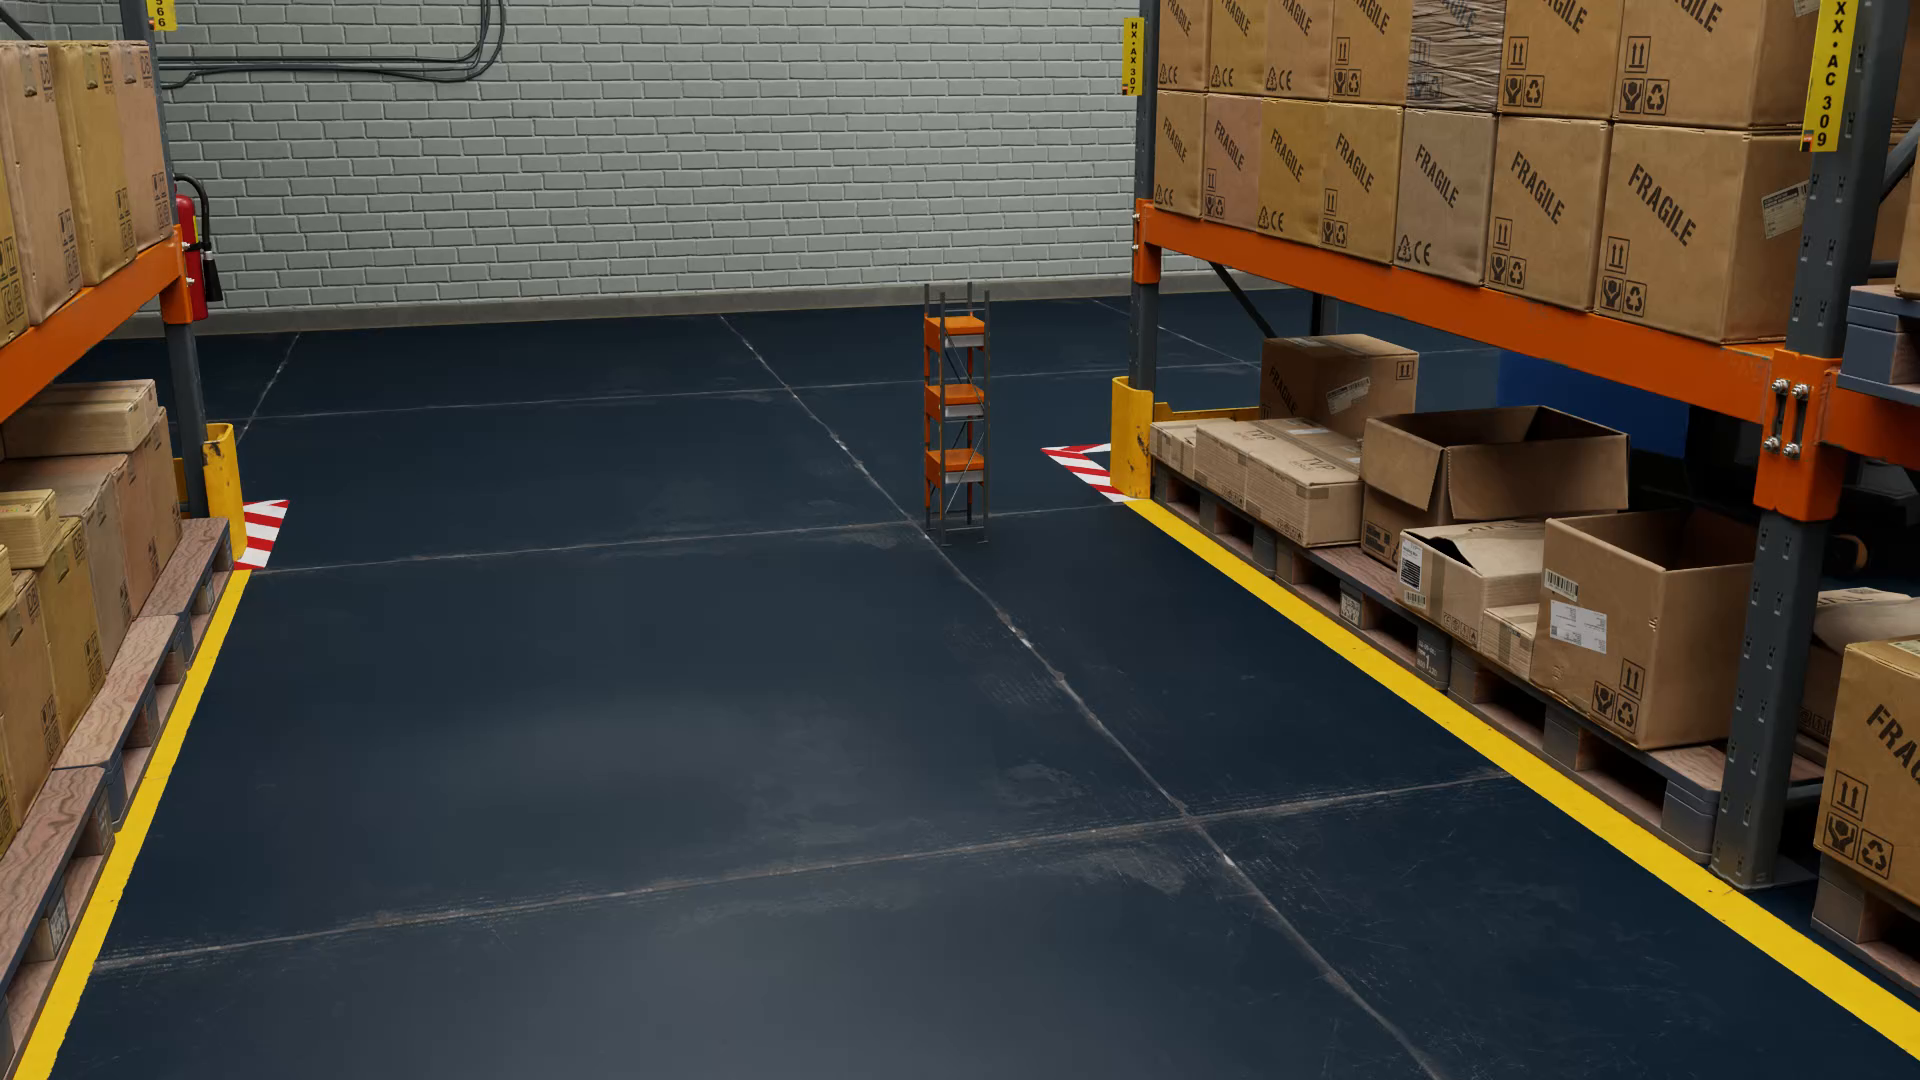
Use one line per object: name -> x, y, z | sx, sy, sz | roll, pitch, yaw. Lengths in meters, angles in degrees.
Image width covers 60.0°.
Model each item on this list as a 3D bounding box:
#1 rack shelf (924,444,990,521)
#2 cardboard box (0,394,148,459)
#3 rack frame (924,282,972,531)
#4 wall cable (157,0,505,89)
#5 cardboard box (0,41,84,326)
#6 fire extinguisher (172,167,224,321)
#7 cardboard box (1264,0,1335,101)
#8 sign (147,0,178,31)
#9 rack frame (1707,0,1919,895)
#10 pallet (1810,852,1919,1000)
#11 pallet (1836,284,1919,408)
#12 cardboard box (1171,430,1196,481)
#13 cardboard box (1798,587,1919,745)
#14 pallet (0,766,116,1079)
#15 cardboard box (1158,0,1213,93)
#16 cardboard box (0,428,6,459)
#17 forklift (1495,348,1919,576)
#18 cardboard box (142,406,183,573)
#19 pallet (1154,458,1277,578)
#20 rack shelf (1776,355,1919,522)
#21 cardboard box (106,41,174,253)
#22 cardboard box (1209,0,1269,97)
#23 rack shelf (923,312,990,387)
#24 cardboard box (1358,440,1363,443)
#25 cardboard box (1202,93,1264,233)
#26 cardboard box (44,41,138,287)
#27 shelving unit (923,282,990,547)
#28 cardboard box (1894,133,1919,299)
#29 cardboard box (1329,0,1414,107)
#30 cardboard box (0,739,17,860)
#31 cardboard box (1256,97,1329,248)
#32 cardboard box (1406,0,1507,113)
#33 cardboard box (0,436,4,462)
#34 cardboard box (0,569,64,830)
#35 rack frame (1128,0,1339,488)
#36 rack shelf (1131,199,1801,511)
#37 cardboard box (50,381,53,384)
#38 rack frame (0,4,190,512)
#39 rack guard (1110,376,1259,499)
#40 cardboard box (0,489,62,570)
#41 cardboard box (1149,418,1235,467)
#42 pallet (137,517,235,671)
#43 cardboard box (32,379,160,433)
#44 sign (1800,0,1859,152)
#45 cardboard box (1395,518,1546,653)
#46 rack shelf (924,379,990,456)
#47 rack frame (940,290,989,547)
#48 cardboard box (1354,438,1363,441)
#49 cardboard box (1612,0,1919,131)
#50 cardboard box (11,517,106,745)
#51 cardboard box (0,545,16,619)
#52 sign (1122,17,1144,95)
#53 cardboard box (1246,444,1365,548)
rack shelf -> -0.015, -0.241, 6.933 | 0.215, 0.259, 0.240 | -5, 17, -15
cardboard box -> -2.914, -0.377, 5.480 | 0.380, 0.149, 0.250 | -4, 17, -14
rack frame -> -0.048, -0.551, 6.963 | 0.200, 1.050, 0.008 | -5, 17, -15
wall cable -> -4.695, -4.318, 11.084 | 3.097, 2.526, 0.112 | -5, 17, -15
cardboard box -> -2.923, -0.931, 4.316 | 0.980, 0.700, 0.700 | -6, 18, -18
fire extinguisher -> -3.082, -1.202, 6.523 | 0.296, 0.674, 0.183 | -5, 17, -15
cardboard box -> 1.430, -1.833, 5.927 | 0.500, 0.500, 0.500 | -4, 17, -14
sign -> -2.959, -2.047, 6.127 | 0.100, 0.325, 0.005 | -5, 17, -15
rack frame -> 2.377, -0.626, 3.822 | 1.000, 3.000, 0.127 | -5, 17, -15
pallet -> 2.637, 0.932, 3.484 | 1.003, 0.211, 1.213 | -5, 17, -15
pallet -> 2.492, -0.304, 3.085 | 1.003, 0.211, 1.213 | -5, 17, -15
cardboard box -> 1.131, -0.374, 7.143 | 0.380, 0.166, 0.250 | -5, 17, -15
cardboard box -> 2.470, 0.318, 4.589 | 0.500, 0.311, 0.500 | -5, 17, -15
pallet -> -2.519, 0.886, 3.636 | 1.003, 0.211, 1.213 | -5, 17, -15
cardboard box -> 1.146, -2.115, 6.869 | 0.500, 0.500, 0.500 | -4, 17, -14
cardboard box -> -3.282, -0.347, 5.382 | 0.380, 0.149, 0.250 | -5, 17, -15
forklift -> 3.716, -1.416, 6.570 | 1.130, 2.935, 3.031 | -10, 20, -31
cardboard box -> -3.196, -0.158, 5.879 | 0.700, 0.500, 0.500 | -5, 17, -15
pallet -> 1.519, -0.155, 7.102 | 1.003, 0.211, 1.213 | -5, 17, -15
rack shelf -> 2.927, 0.272, 2.084 | 1.077, 0.370, 4.000 | -5, 17, -15
cardboard box -> -3.334, -1.343, 5.688 | 0.980, 0.700, 0.700 | -4, 17, -13
cardboard box -> 1.297, -1.971, 6.389 | 0.500, 0.500, 0.500 | -5, 17, -15
rack shelf -> -0.015, -0.779, 6.772 | 0.215, 0.259, 0.240 | -5, 17, -15
cardboard box -> 1.896, -0.230, 6.519 | 0.500, 0.250, 0.500 | -5, 17, -15
cardboard box -> 1.293, -1.494, 6.539 | 0.500, 0.500, 0.500 | -5, 17, -16
cardboard box -> -3.124, -1.143, 5.021 | 0.980, 0.700, 0.700 | -5, 17, -16
shelving unit -> -0.015, -0.518, 6.850 | 0.215, 1.050, 0.252 | -5, 17, -15
cardboard box -> 2.292, -0.726, 3.252 | 0.700, 0.500, 0.500 | -12, 20, -34
cardboard box -> 1.570, -1.692, 5.460 | 0.500, 0.500, 0.500 | -5, 17, -16
cardboard box -> -2.492, 0.548, 3.529 | 0.700, 0.500, 0.500 | -4, 17, -15
cardboard box -> 1.428, -1.355, 6.076 | 0.500, 0.500, 0.500 | -5, 17, -15
cardboard box -> 1.707, -1.553, 4.996 | 0.500, 0.500, 0.500 | -5, 17, -15
cardboard box -> -3.214, -0.278, 5.151 | 0.380, 0.149, 0.250 | -5, 17, -15
cardboard box -> -2.627, 0.409, 3.993 | 0.700, 0.500, 0.500 | -5, 17, -16
rack frame -> 1.278, -1.732, 7.505 | 1.000, 3.000, 0.127 | -5, 17, -15
rack shelf -> 1.827, -0.835, 5.767 | 1.077, 0.370, 4.000 | -5, 17, -15
cardboard box -> -3.422, -0.487, 5.848 | 0.380, 0.149, 0.250 | -5, 17, -15
rack frame -> -3.481, -1.340, 6.199 | 0.949, 2.616, 0.053 | -5, 17, -15
rack guard -> 1.299, -0.514, 7.795 | 1.175, 0.500, 0.348 | -5, 17, -15
cardboard box -> -2.554, -0.016, 4.280 | 0.380, 0.149, 0.250 | -5, 17, -17
cardboard box -> 1.062, -0.435, 7.376 | 0.380, 0.149, 0.250 | -5, 17, -15
pallet -> -3.189, 0.211, 5.883 | 1.003, 0.211, 1.213 | -5, 17, -15
cardboard box -> -2.985, -0.447, 5.715 | 0.380, 0.149, 0.250 | -5, 17, -16
sign -> 1.857, -0.995, 3.547 | 0.100, 0.325, 0.005 | -5, 17, -15
cardboard box -> 1.742, 0.108, 5.286 | 0.500, 0.311, 0.500 | -5, 17, -15
rack shelf -> -0.015, -0.507, 6.853 | 0.215, 0.259, 0.240 | -5, 17, -15
rack frame -> 0.019, -0.484, 6.738 | 0.200, 1.050, 0.008 | -5, 17, -15
cardboard box -> 1.689, -0.336, 7.017 | 0.380, 0.166, 0.250 | -5, 17, -15
cardboard box -> 1.989, -1.272, 4.061 | 0.500, 0.500, 0.500 | -5, 17, -15
cardboard box -> -2.766, 0.266, 4.466 | 0.700, 0.500, 0.500 | -4, 17, -14
cardboard box -> -2.411, 0.128, 3.799 | 0.380, 0.149, 0.250 | -4, 17, -13
sign -> 0.756, -2.104, 7.238 | 0.100, 0.325, 0.005 | -5, 17, -15
cardboard box -> 1.429, -0.177, 6.341 | 0.500, 0.250, 0.500 | -5, 17, -15
